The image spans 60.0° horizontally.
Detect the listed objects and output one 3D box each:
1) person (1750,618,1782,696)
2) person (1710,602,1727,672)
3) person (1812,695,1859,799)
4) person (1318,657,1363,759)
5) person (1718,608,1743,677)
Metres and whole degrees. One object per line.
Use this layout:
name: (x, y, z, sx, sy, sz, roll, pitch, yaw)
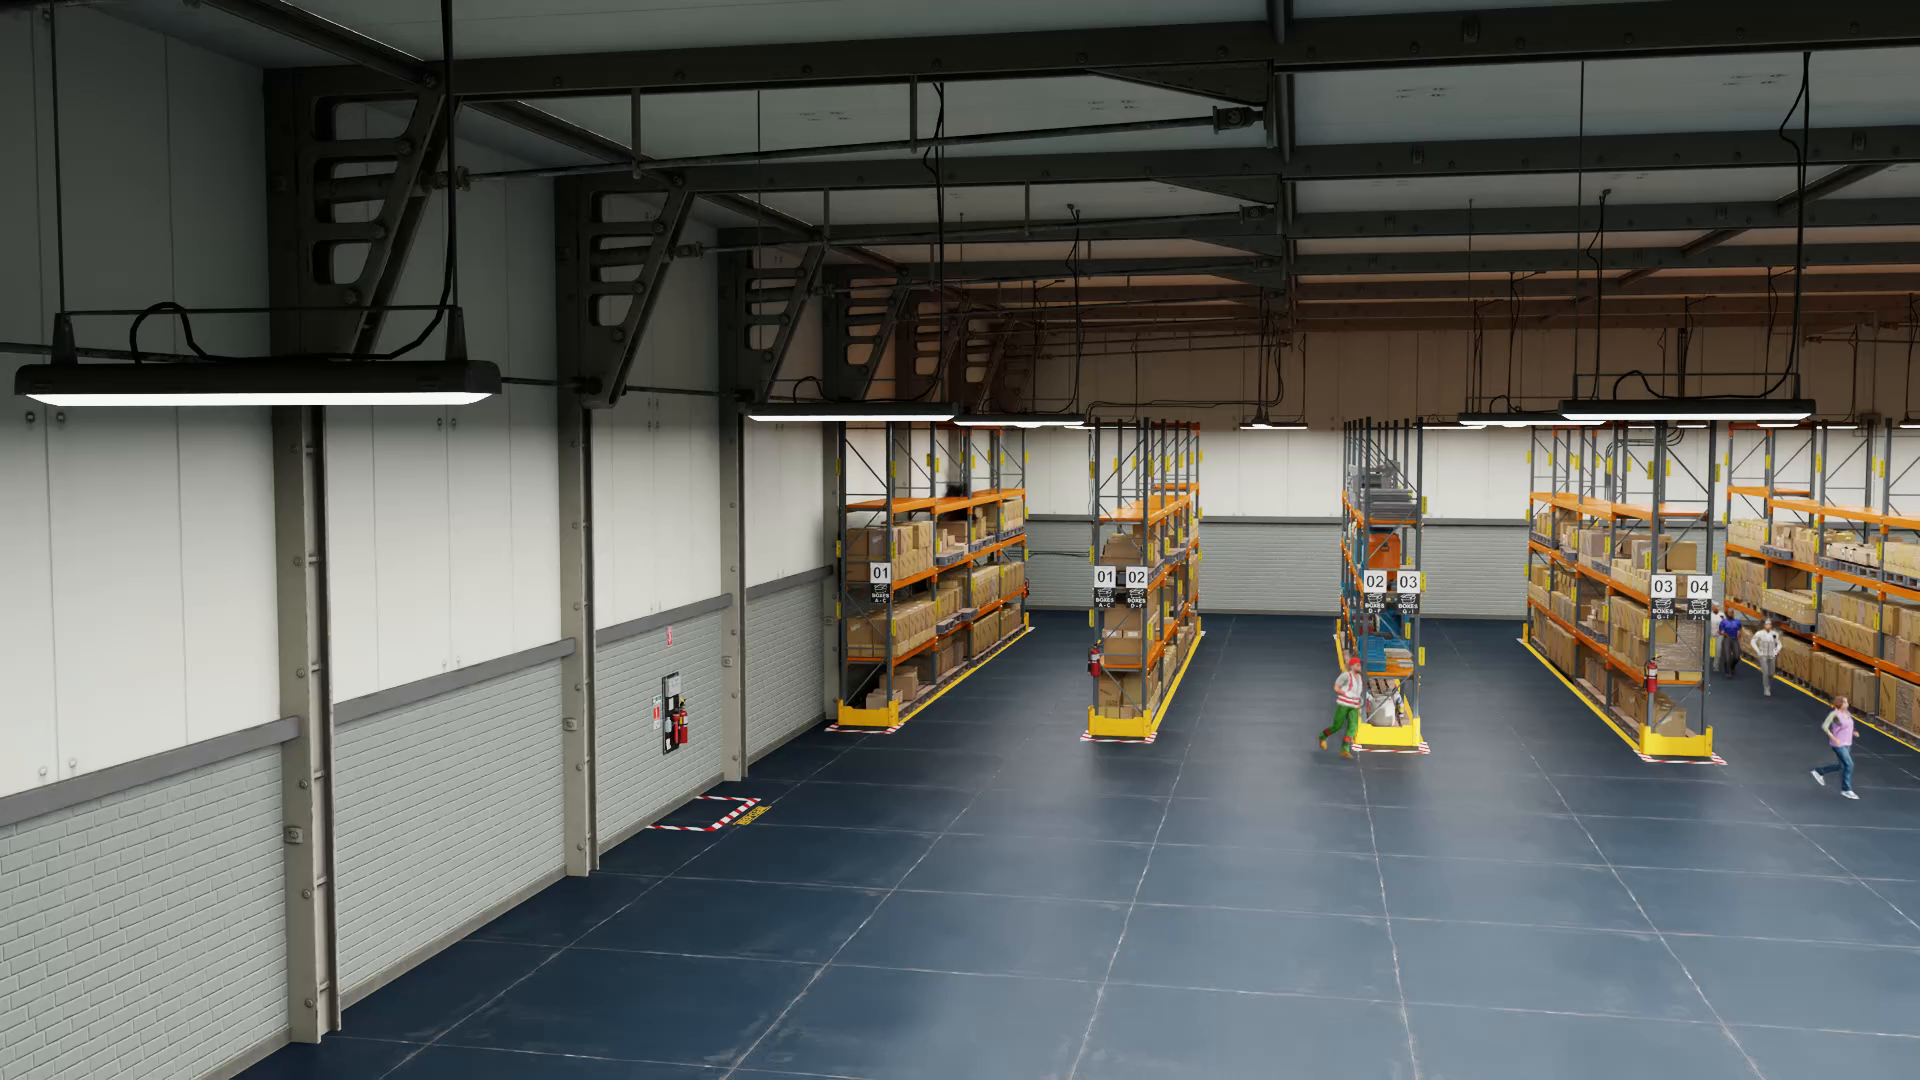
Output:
person: (17.627, 2.535, 36.365, 0.629, 1.681, 0.663, 1, 4, 13)
person: (18.218, 2.317, 40.126, 0.612, 1.660, 0.740, 1, 4, 12)
person: (13.843, 3.237, 26.245, 0.532, 1.595, 0.735, -3, 4, -34)
person: (6.880, 2.939, 29.487, 0.683, 1.739, 0.935, -2, 4, -25)
person: (17.917, 2.400, 38.622, 0.565, 1.613, 0.551, 1, 4, 13)
